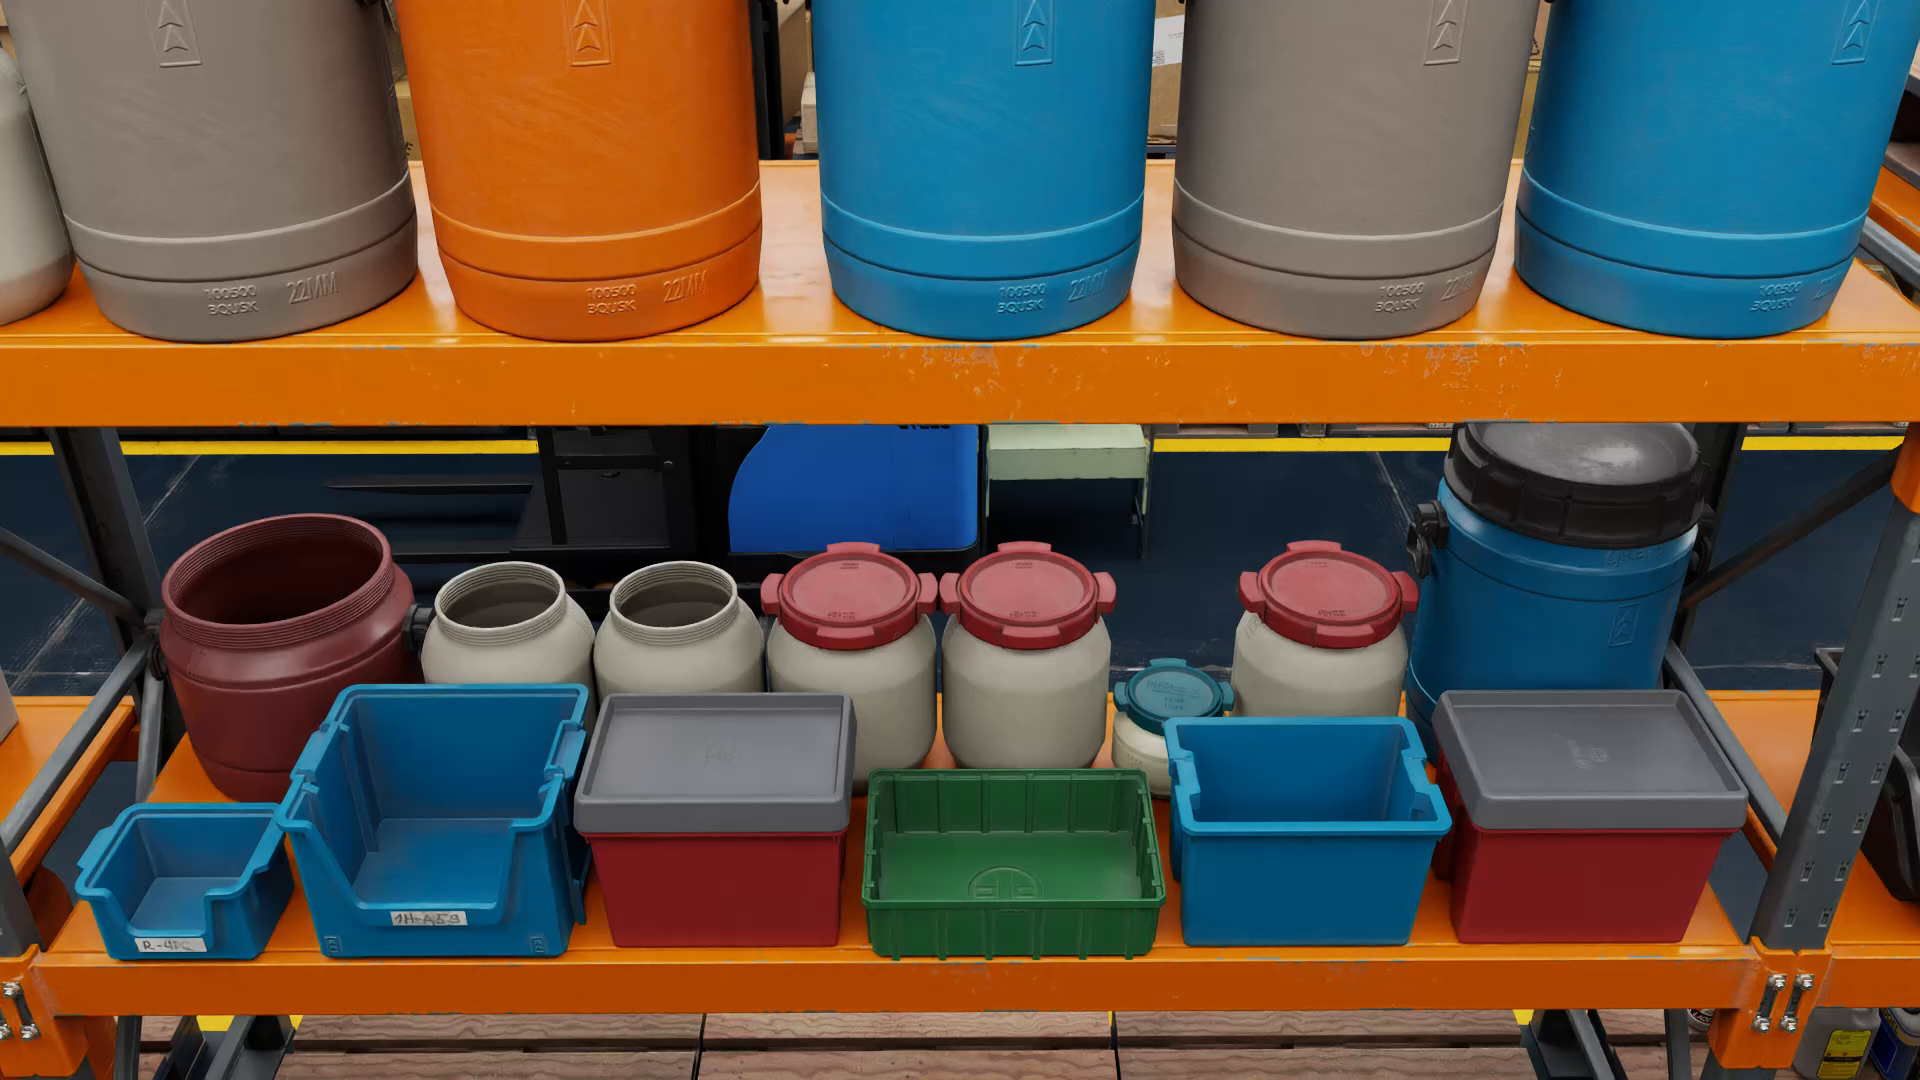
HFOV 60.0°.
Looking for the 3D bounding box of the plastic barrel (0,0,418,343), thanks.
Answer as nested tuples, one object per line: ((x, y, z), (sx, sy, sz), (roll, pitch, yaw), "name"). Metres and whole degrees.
((-1.322, -0.873, 2.922), (0.600, 0.901, 0.600), (0, 31, 0), "plastic barrel")

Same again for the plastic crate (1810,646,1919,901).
((2.380, 0.592, 3.942), (0.504, 0.338, 0.767), (0, 31, 0), "plastic crate")

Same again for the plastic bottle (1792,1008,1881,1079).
((2.499, 1.369, 4.731), (0.185, 0.351, 0.144), (0, 31, 0), "plastic bottle")

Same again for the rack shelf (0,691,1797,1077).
((-0.144, 0.815, 4.208), (4.000, 0.370, 1.077), (0, 31, 0), "rack shelf")

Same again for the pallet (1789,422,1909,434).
((4.937, -0.904, 9.036), (1.213, 0.211, 1.003), (0, 31, 0), "pallet")

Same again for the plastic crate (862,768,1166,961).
((0.116, 0.744, 3.837), (0.662, 0.188, 0.450), (0, 31, 0), "plastic crate")

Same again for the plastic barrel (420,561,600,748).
((-1.117, 0.352, 4.170), (0.421, 0.512, 0.421), (0, 31, 0), "plastic barrel")

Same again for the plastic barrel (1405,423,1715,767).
((1.468, 0.131, 4.159), (0.708, 0.901, 0.600), (0, 31, 0), "plastic barrel")

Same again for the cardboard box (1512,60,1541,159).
((2.777, -2.190, 8.085), (0.500, 0.500, 0.875), (0, 31, 0), "cardboard box")

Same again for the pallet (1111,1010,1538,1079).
((1.071, 1.716, 4.718), (1.213, 0.211, 1.003), (0, 31, 0), "pallet")

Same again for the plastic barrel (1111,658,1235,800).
((0.531, 0.485, 4.192), (0.301, 0.262, 0.301), (0, 31, 0), "plastic barrel")

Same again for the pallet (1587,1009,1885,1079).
((2.528, 1.713, 4.723), (1.213, 0.211, 1.003), (0, 31, 0), "pallet")

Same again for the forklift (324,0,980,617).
((-1.440, -1.193, 6.891), (3.031, 2.935, 1.130), (-1, 31, -1), "forklift")

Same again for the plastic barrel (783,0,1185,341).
((0.041, -0.877, 2.929), (0.708, 0.901, 0.600), (0, 31, 0), "plastic barrel")

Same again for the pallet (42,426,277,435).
((-4.180, -0.897, 9.026), (1.213, 0.211, 1.003), (0, 31, 0), "pallet")

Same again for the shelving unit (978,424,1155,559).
((0.468, -0.652, 7.379), (0.755, 1.500, 0.431), (-1, 31, -1), "shelving unit")

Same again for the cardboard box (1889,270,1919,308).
((5.201, -1.198, 8.837), (0.500, 0.500, 0.500), (5, 32, 9), "cardboard box")

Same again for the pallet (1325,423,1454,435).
((2.497, -0.896, 9.023), (1.213, 0.211, 1.003), (0, 31, 0), "pallet")

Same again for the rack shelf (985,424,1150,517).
((0.468, -0.373, 7.548), (0.720, 0.370, 0.431), (-1, 31, -1), "rack shelf")

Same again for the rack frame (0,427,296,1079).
((-2.144, 0.514, 4.011), (0.127, 3.000, 1.000), (0, 31, 0), "rack frame")

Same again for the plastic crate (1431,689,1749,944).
((1.373, 0.634, 3.751), (0.583, 0.464, 0.402), (0, 31, 0), "plastic crate")

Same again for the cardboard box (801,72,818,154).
((-0.497, -2.057, 7.988), (0.500, 0.250, 0.500), (-1, 31, -2), "cardboard box")

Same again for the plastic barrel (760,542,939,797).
((-0.269, 0.336, 4.173), (0.433, 0.535, 0.433), (0, 31, 0), "plastic barrel")

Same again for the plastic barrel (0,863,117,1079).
((-2.633, 1.273, 4.448), (0.708, 0.830, 0.600), (0, 31, 0), "plastic barrel")

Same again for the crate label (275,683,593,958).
((-1.149, 0.636, 3.776), (0.616, 0.435, 0.502), (0, 31, 0), "crate label")

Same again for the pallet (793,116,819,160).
((-0.195, -2.001, 8.341), (1.213, 0.211, 1.003), (0, 31, 0), "pallet")

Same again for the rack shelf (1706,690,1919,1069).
((3.856, 0.803, 4.229), (4.000, 0.370, 1.077), (0, 31, 0), "rack shelf")

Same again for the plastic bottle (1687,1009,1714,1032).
((2.217, 1.347, 4.912), (0.097, 0.201, 0.097), (0, 31, 0), "plastic bottle")

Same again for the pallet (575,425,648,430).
((-1.393, -0.865, 8.972), (1.213, 0.211, 1.003), (0, 31, 0), "pallet")

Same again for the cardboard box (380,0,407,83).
((-2.905, -2.533, 7.970), (0.637, 0.503, 0.797), (1, 31, 1), "cardboard box")

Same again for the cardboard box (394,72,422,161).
((-2.666, -1.968, 8.005), (0.500, 0.500, 0.500), (1, 31, 1), "cardboard box")

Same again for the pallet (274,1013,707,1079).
((-1.369, 1.724, 4.705), (1.213, 0.211, 1.003), (0, 31, 0), "pallet")

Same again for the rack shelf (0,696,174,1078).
((-4.144, 0.828, 4.188), (4.000, 0.370, 1.077), (0, 31, 0), "rack shelf")

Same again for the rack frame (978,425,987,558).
((0.103, -0.647, 7.370), (0.023, 1.500, 0.400), (-1, 31, -1), "rack frame")

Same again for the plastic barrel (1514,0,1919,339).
((1.349, -0.881, 2.936), (0.708, 0.901, 0.600), (0, 31, 0), "plastic barrel")

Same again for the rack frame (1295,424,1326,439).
((1.826, -2.068, 8.266), (0.127, 3.000, 1.000), (0, 31, 0), "rack frame")

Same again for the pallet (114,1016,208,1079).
((-2.932, 1.730, 4.695), (1.213, 0.211, 1.003), (0, 31, 0), "pallet")
